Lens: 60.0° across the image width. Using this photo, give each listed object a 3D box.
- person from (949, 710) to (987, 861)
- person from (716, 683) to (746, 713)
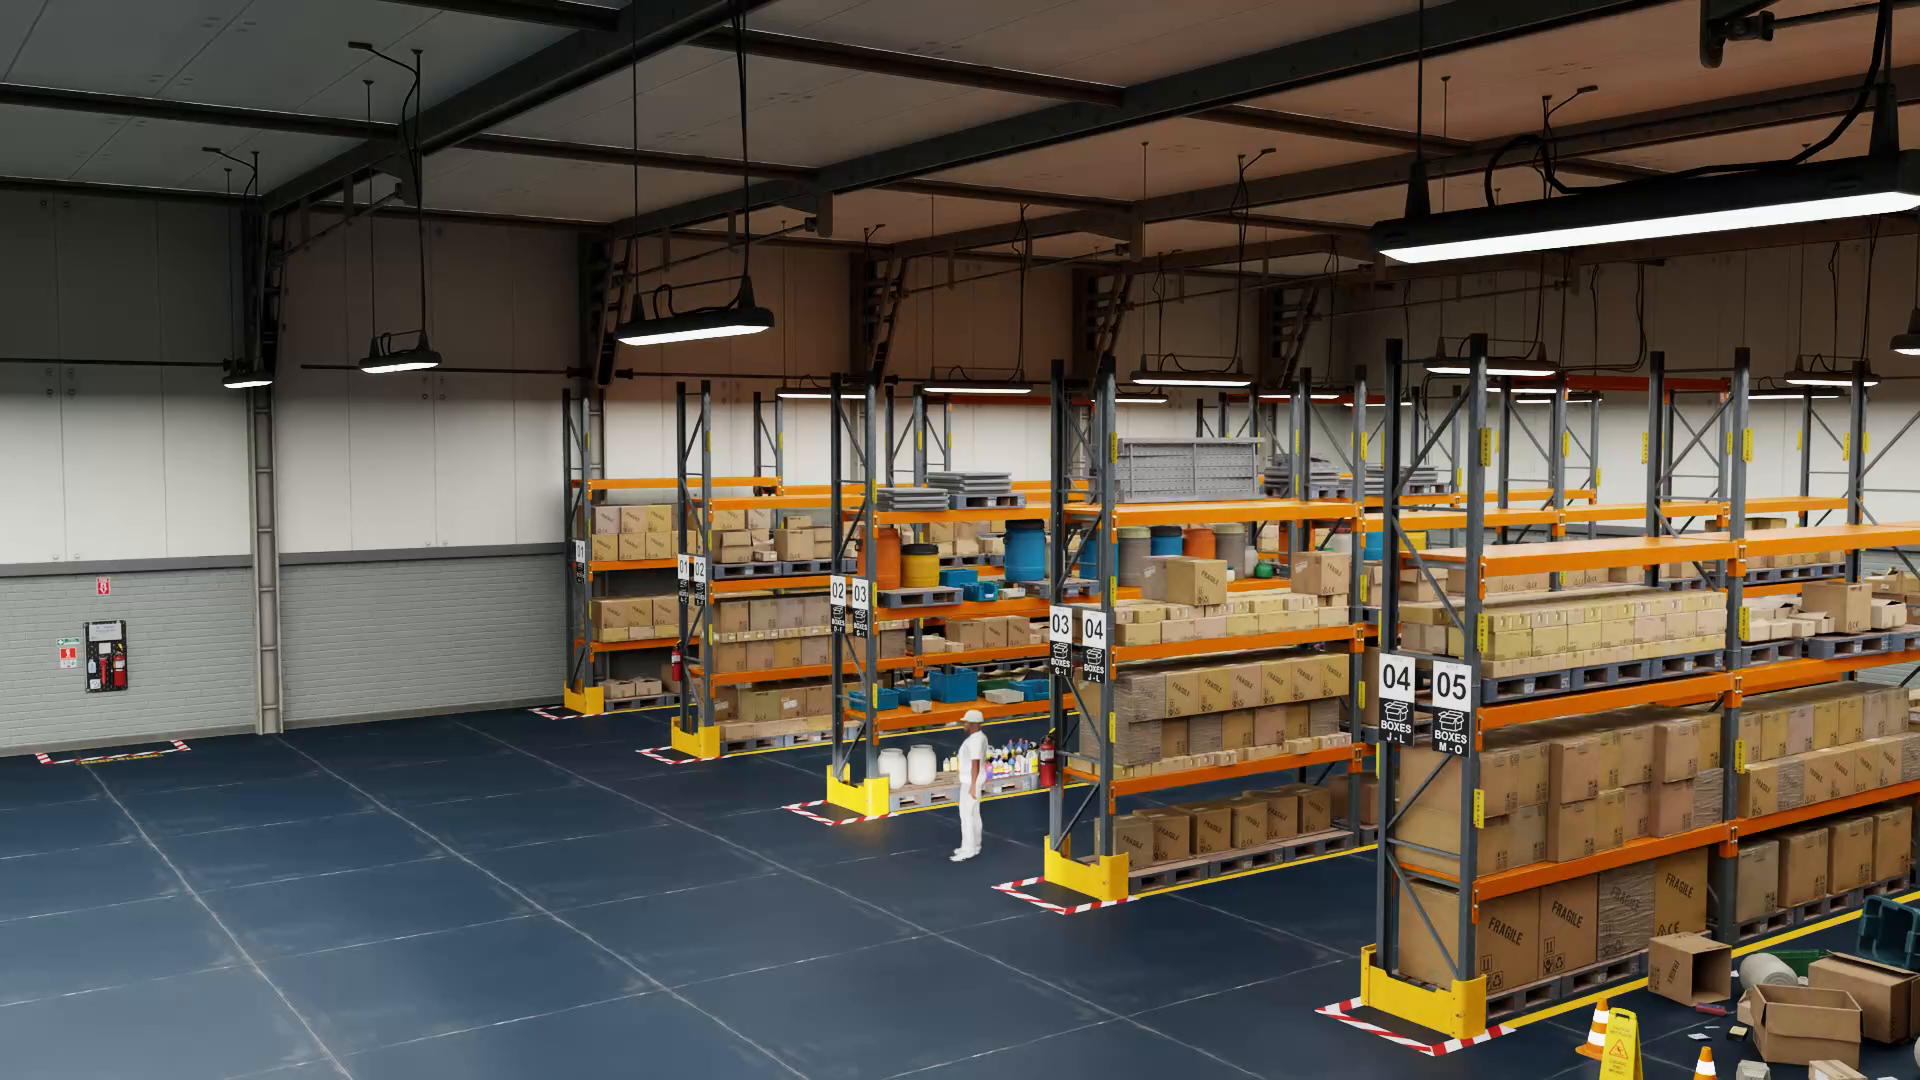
[{"bbox_3d":[0.112,2.979,20.337,0.416,1.791,0.652,1,4,9],"label":"person"},{"bbox_3d":[-3.987,2.519,28.994,0.545,1.752,0.402,-2,4,-24],"label":"person"}]
